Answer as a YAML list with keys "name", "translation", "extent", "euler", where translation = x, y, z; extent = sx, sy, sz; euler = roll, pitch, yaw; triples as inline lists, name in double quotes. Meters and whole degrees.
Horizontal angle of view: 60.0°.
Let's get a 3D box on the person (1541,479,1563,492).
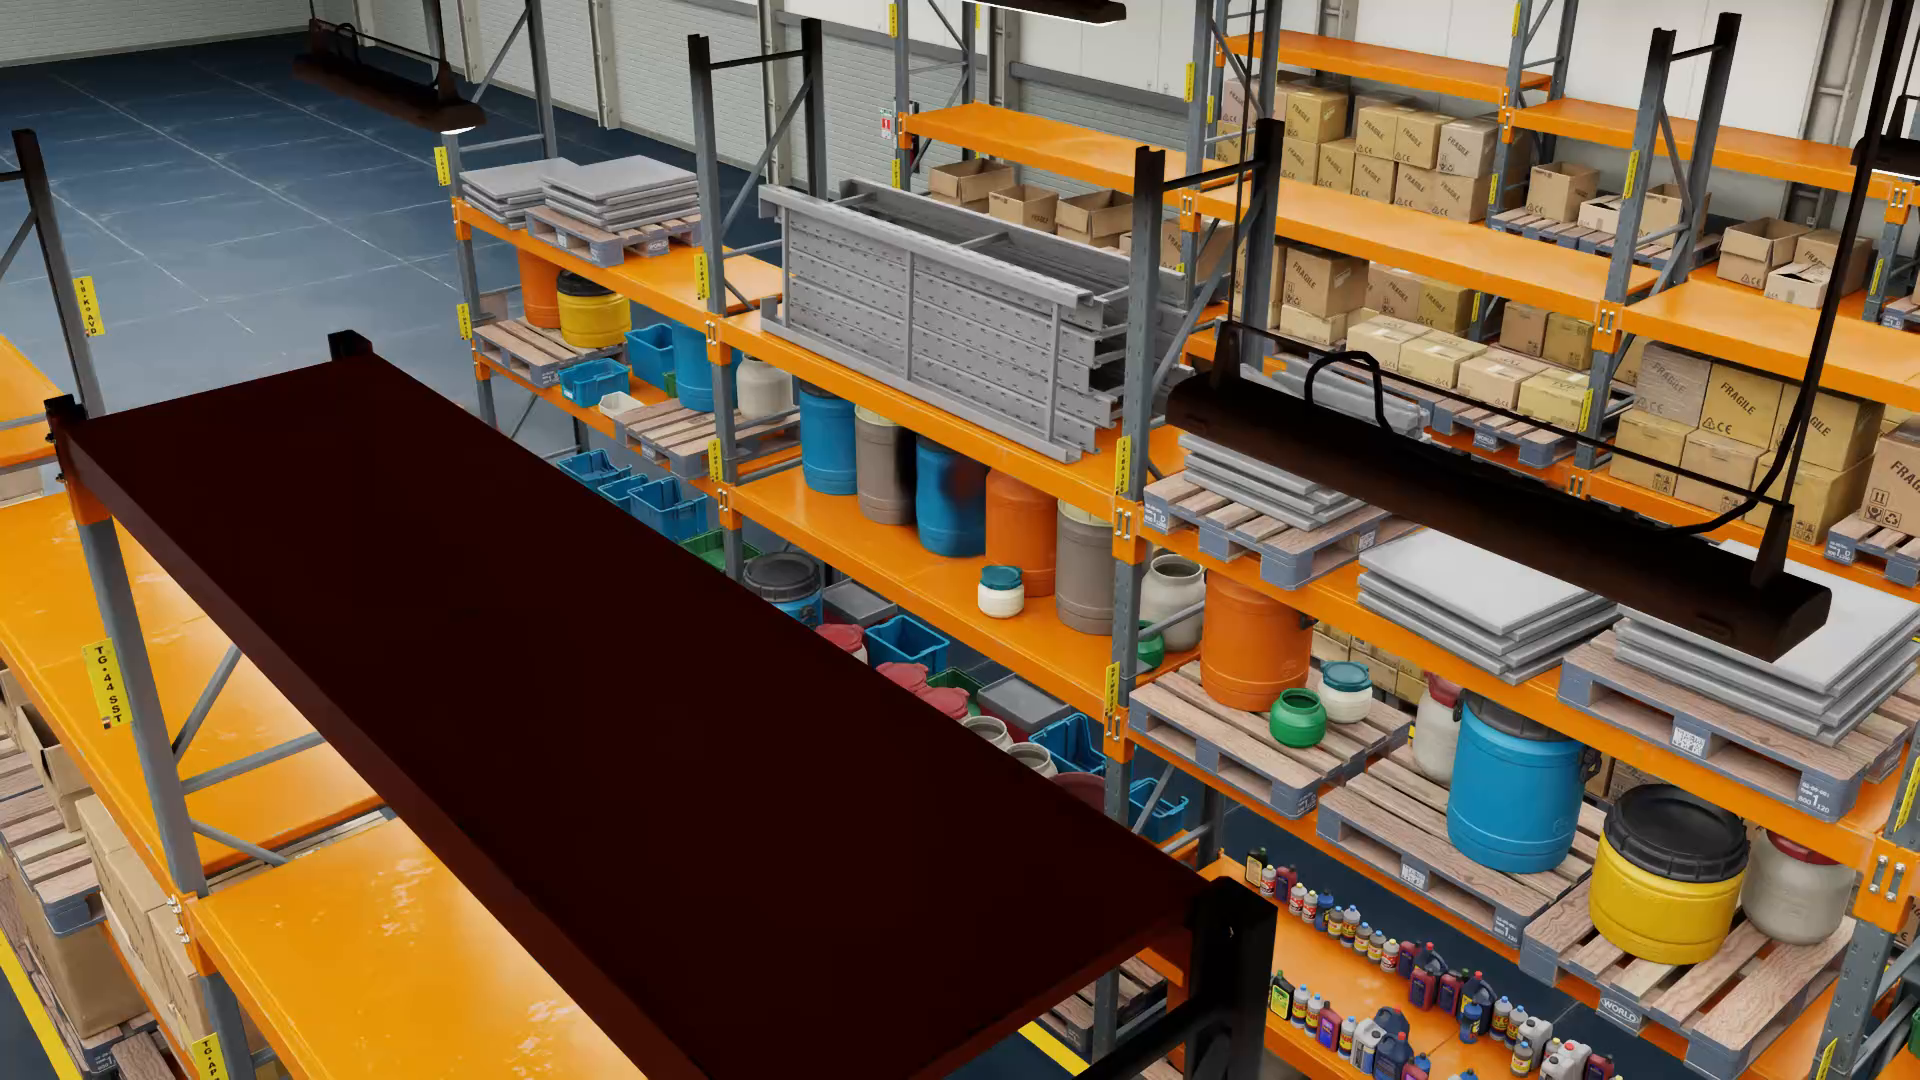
- name: "person"
  translation: [5.369, 0.108, 15.447]
  extent: [0.424, 1.801, 0.598]
  euler: [2, 27, 4]
